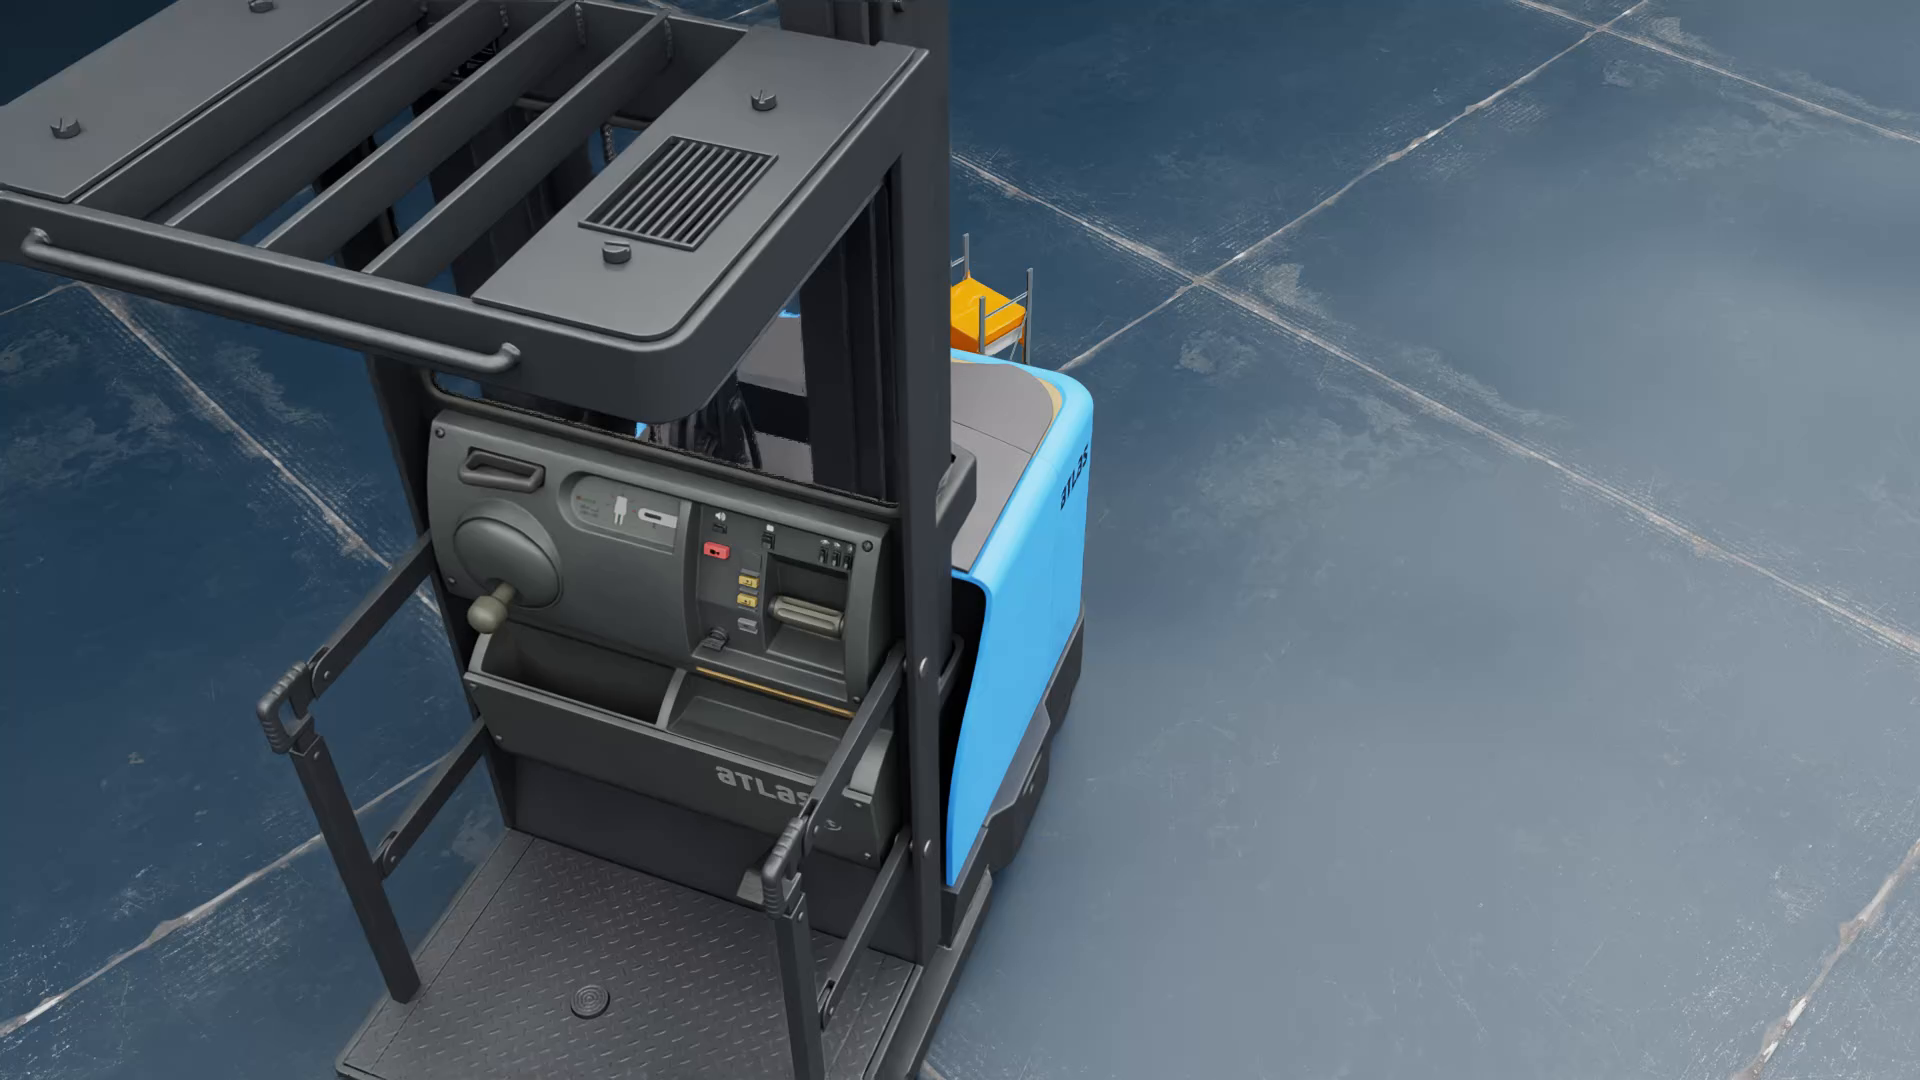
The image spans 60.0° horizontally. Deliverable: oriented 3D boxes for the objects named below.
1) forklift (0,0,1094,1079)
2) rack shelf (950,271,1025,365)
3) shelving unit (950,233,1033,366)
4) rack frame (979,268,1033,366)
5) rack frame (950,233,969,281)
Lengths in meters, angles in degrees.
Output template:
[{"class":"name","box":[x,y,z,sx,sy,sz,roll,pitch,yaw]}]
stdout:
[{"class":"forklift","box":[-0.657,0.132,2.948,1.130,2.935,3.031,15,45,15]},{"class":"rack shelf","box":[0.038,-0.561,4.680,0.215,0.259,0.240,-34,53,-31]},{"class":"shelving unit","box":[0.038,-0.360,4.866,0.215,1.050,0.252,-34,53,-31]},{"class":"rack frame","box":[0.124,-0.301,4.802,0.200,1.050,0.008,-34,53,-31]},{"class":"rack frame","box":[-0.048,-0.418,4.929,0.200,1.050,0.008,-34,53,-31]}]
